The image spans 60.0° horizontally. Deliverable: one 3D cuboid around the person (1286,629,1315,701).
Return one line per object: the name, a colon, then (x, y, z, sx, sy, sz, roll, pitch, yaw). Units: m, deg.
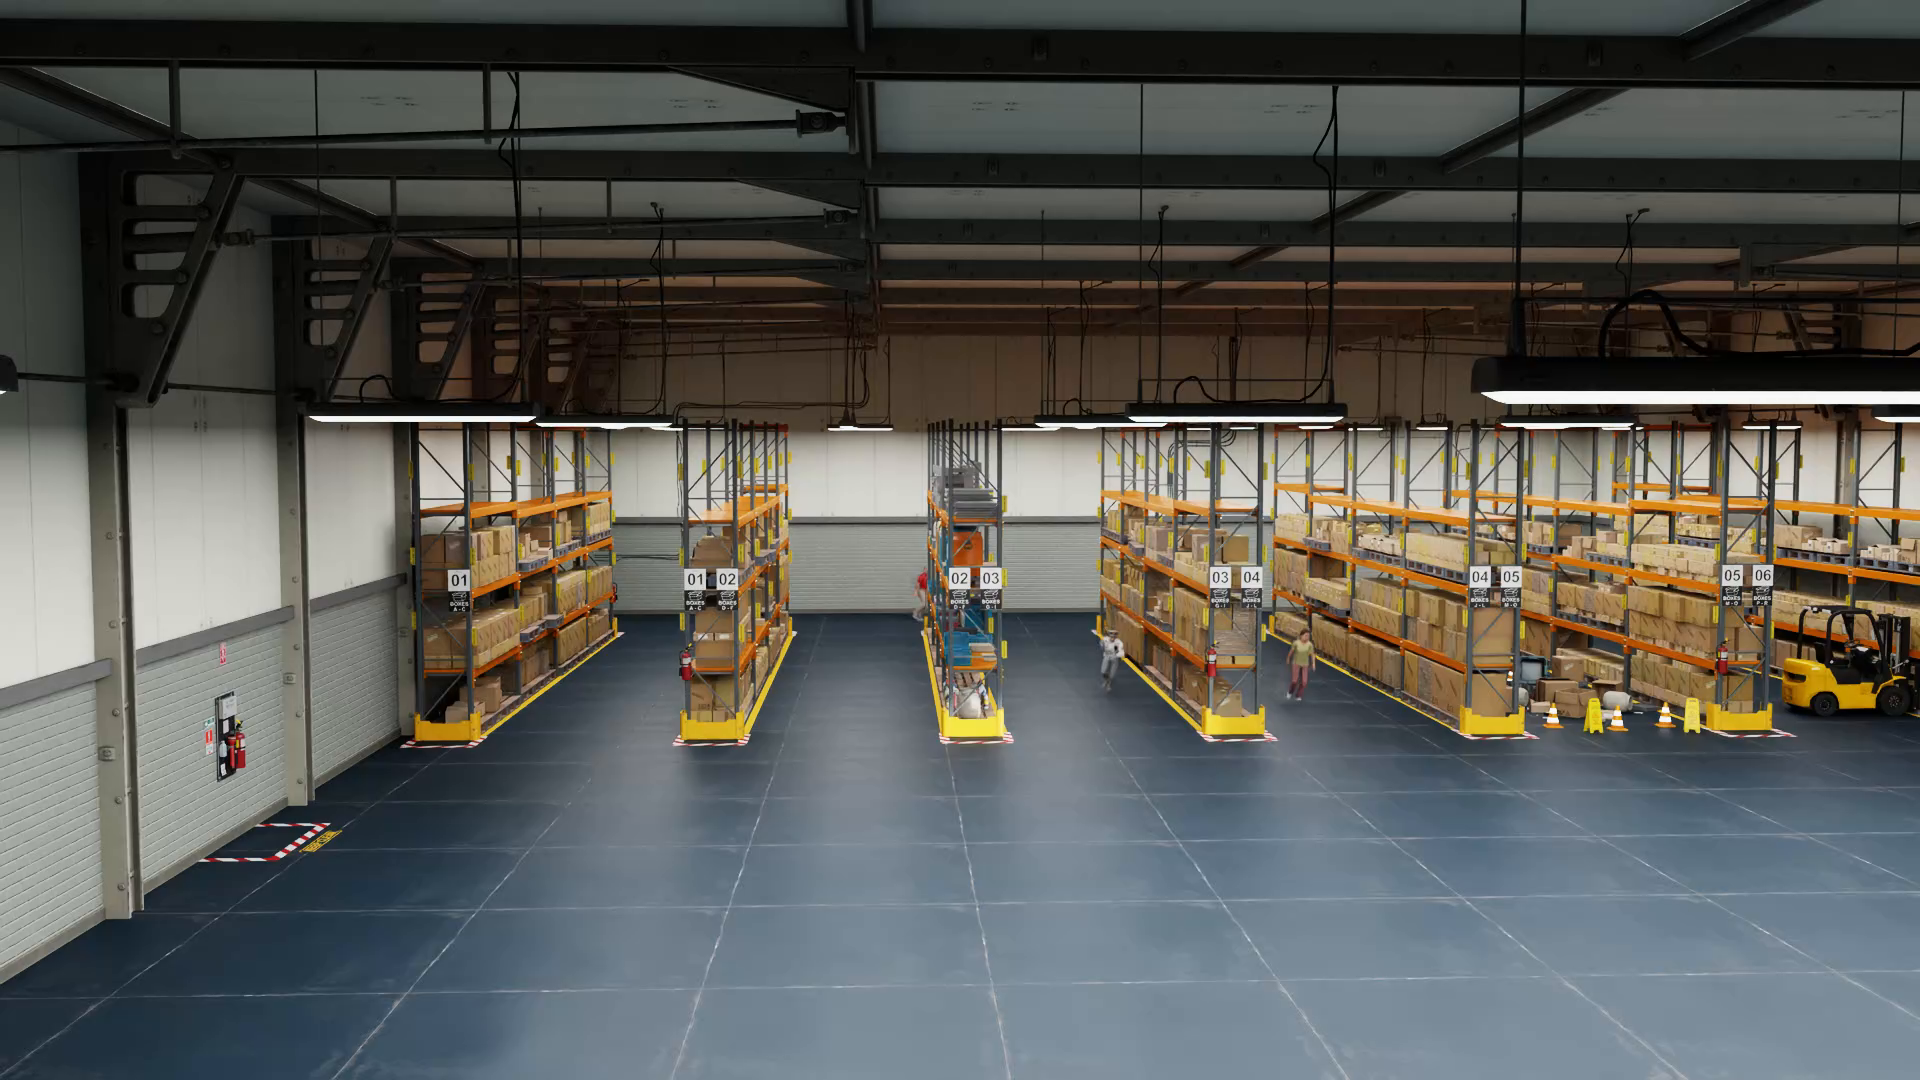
person: (7.249, 2.653, 35.345, 0.562, 1.579, 0.602, 0, 4, -2)

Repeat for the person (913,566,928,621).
person: (-1.119, 1.632, 50.782, 0.568, 1.708, 0.678, 2, 4, 33)

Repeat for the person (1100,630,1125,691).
person: (3.328, 2.657, 36.566, 0.623, 1.422, 0.944, 1, 4, 13)
